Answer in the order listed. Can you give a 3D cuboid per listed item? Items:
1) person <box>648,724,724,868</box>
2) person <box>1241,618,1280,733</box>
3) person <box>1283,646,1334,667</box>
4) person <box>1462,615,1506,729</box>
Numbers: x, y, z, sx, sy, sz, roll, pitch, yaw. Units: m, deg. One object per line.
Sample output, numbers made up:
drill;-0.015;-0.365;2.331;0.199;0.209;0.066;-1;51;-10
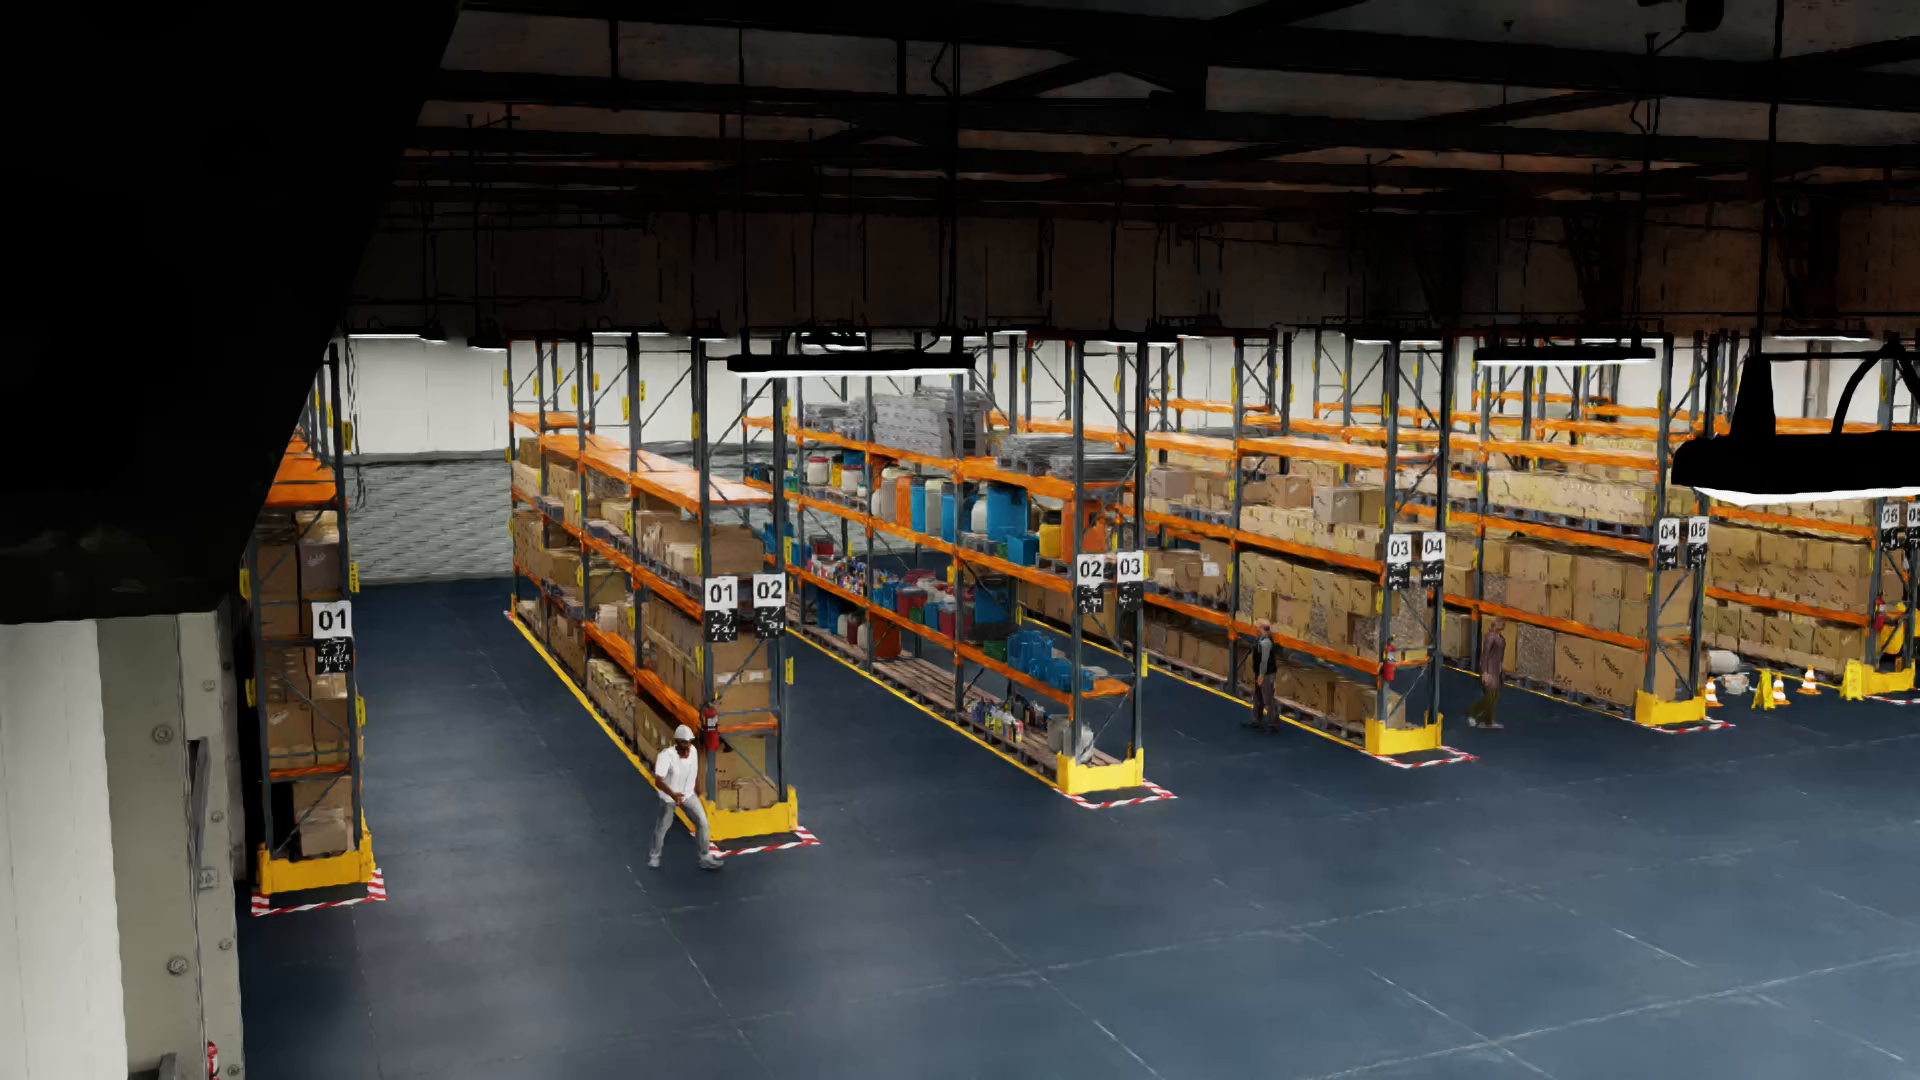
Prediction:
person;-3.208;2.912;18.965;0.714;1.697;0.823;-7;10;-40
person;4.581;2.035;25.284;0.569;1.718;0.627;1;8;5
person;6.209;1.425;29.783;0.536;1.707;1.036;-5;9;-31
person;8.027;2.009;25.427;0.599;1.769;0.619;5;9;32
